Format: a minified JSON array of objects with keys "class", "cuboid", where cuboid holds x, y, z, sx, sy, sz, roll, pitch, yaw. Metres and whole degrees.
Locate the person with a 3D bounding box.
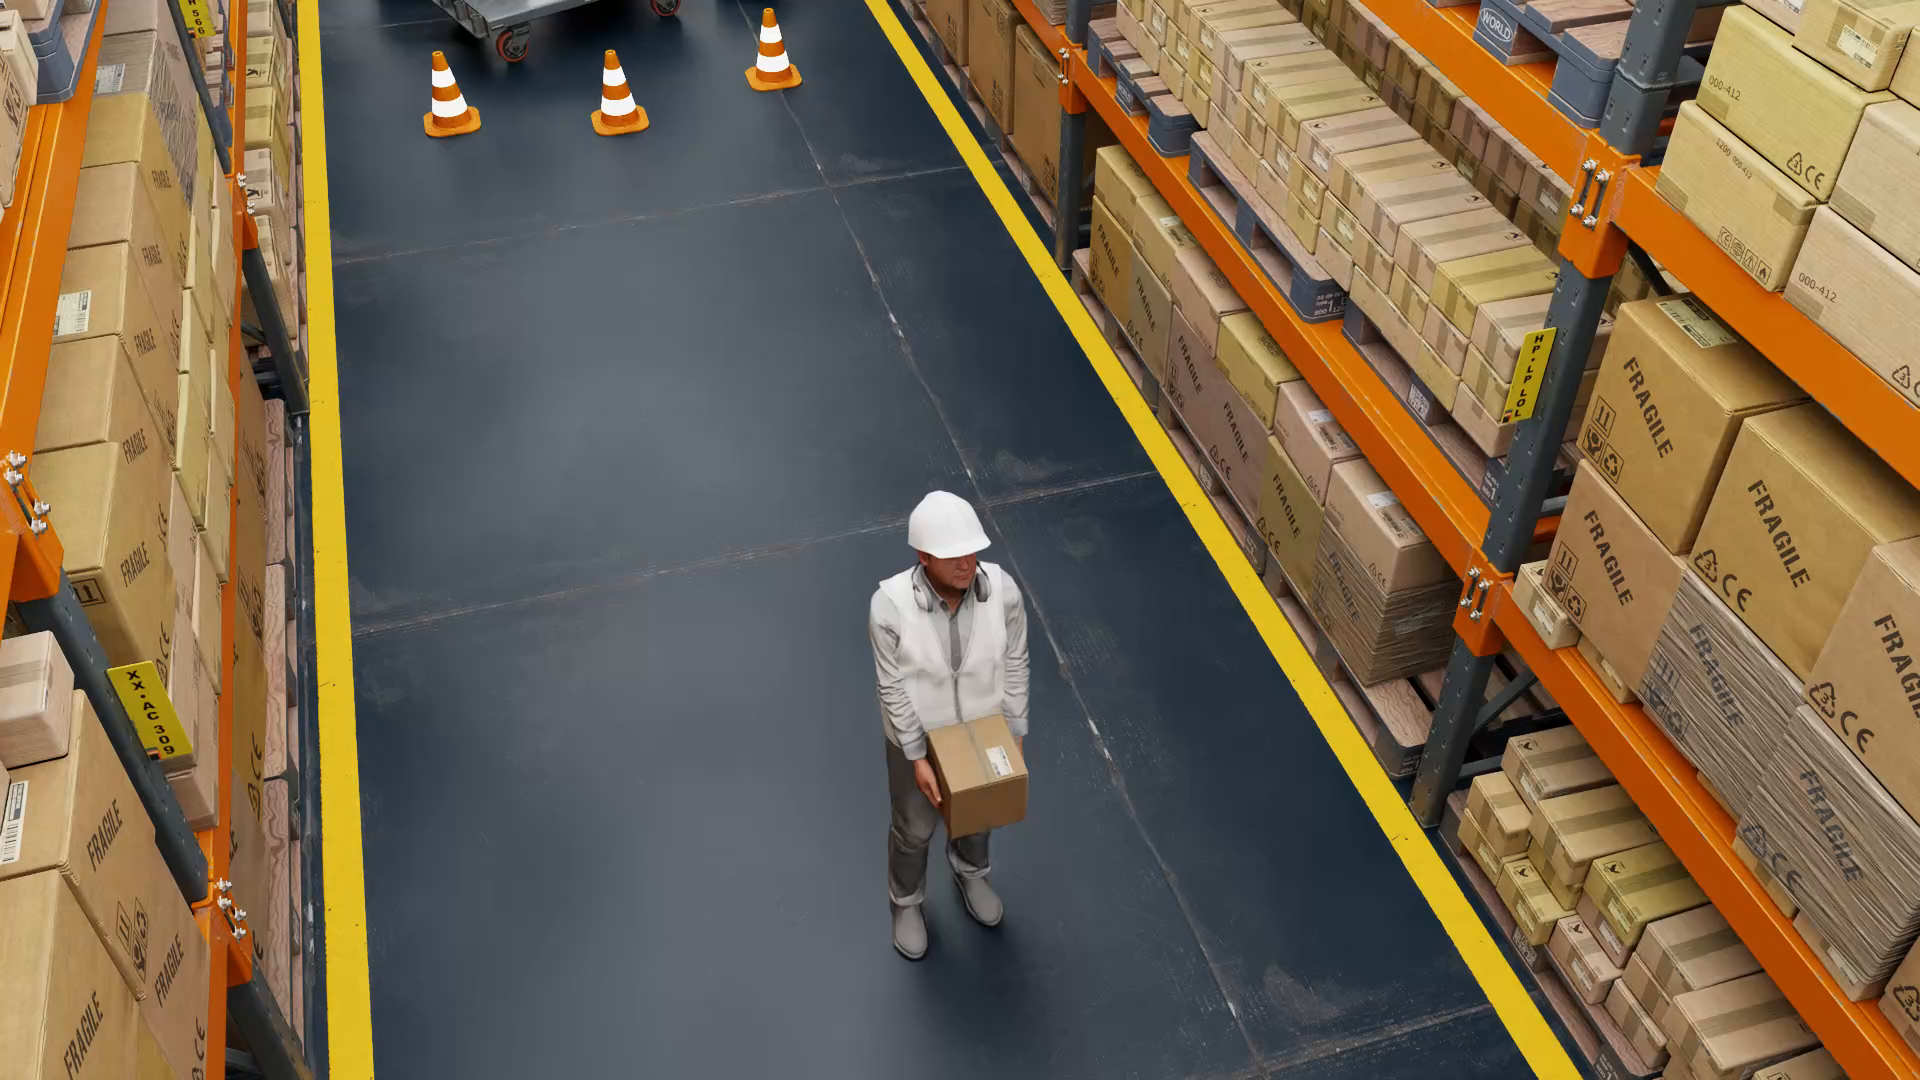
[{"class":"person","cuboid":[-0.020,0.641,5.424,0.527,1.776,0.533,-12,43,-13]}]
